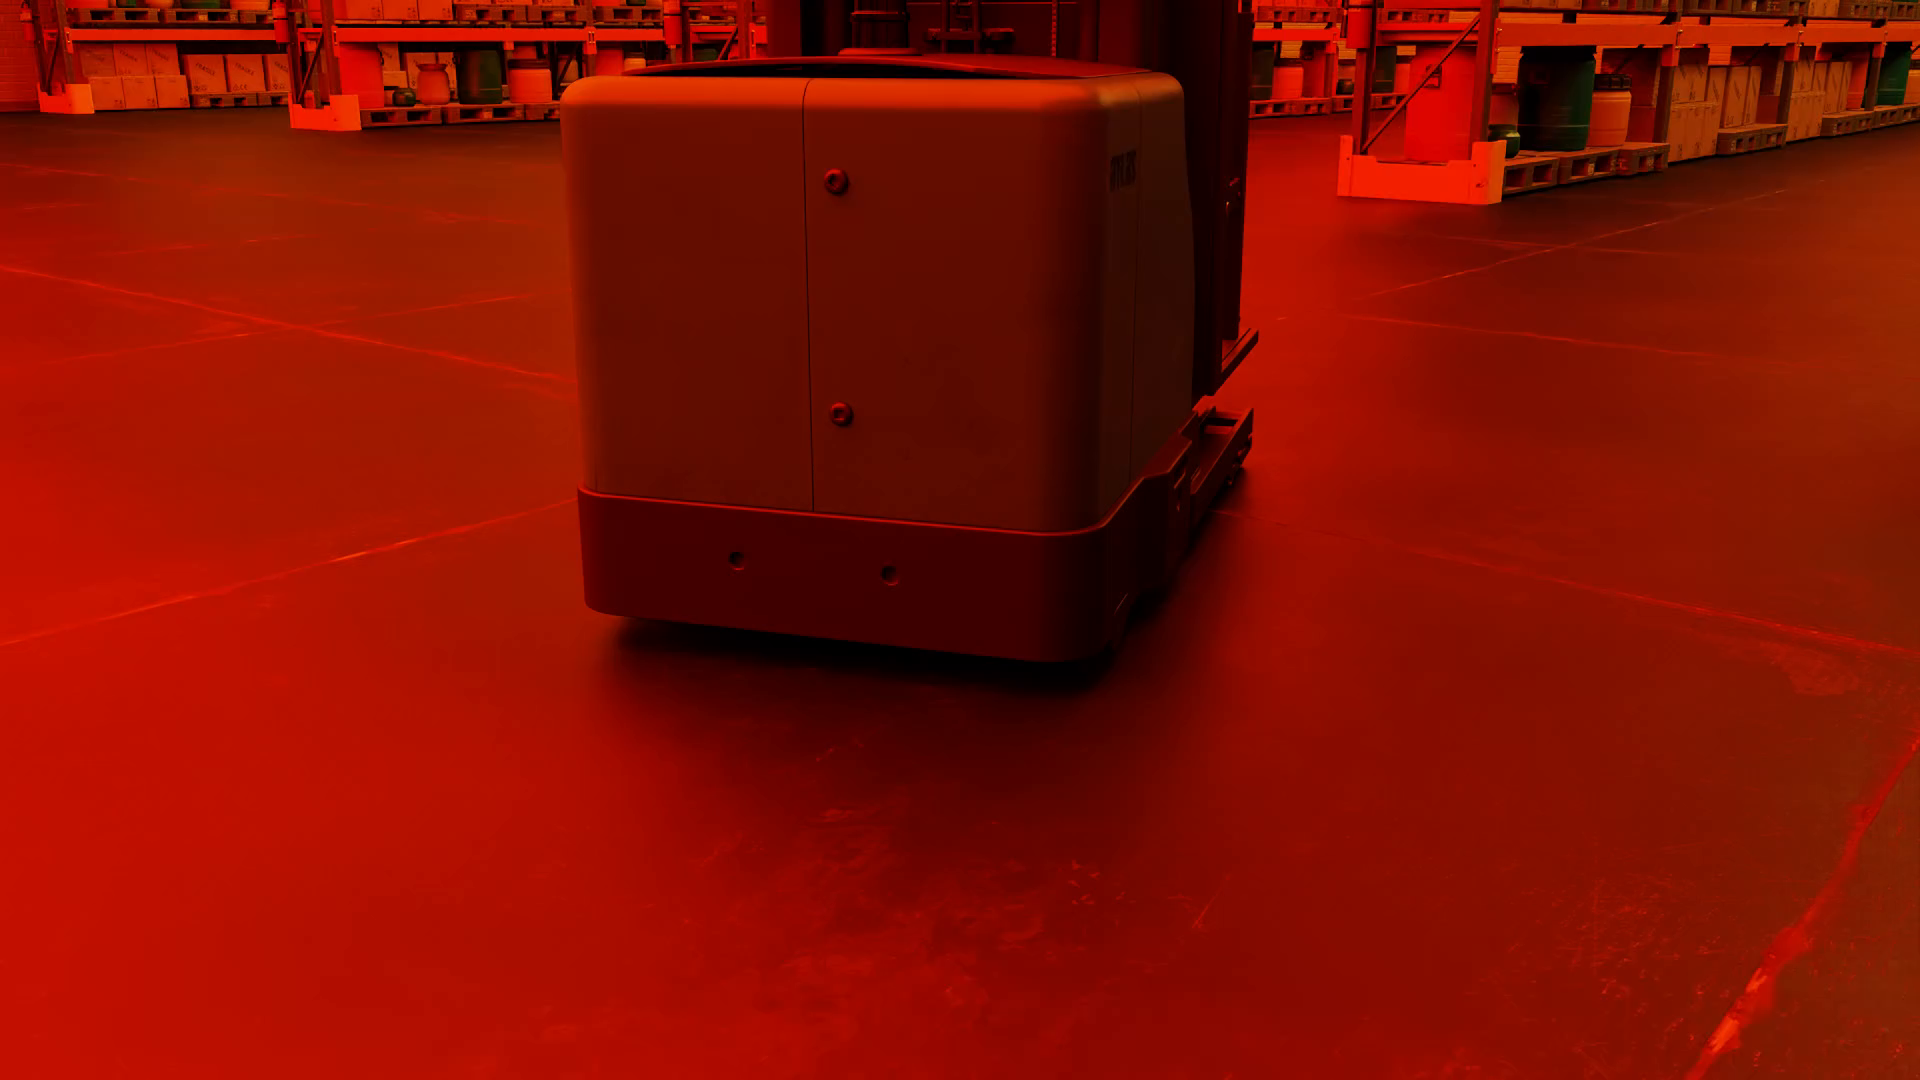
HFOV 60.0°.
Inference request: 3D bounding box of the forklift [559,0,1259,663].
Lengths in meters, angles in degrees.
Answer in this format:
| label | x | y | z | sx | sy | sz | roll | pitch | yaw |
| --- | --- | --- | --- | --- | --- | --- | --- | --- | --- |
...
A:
| label | x | y | z | sx | sy | sz | roll | pitch | yaw |
| --- | --- | --- | --- | --- | --- | --- | --- | --- | --- |
| forklift | 0.182 | -1.571 | 4.072 | 1.130 | 2.935 | 3.031 | 5 | 18 | 17 |
